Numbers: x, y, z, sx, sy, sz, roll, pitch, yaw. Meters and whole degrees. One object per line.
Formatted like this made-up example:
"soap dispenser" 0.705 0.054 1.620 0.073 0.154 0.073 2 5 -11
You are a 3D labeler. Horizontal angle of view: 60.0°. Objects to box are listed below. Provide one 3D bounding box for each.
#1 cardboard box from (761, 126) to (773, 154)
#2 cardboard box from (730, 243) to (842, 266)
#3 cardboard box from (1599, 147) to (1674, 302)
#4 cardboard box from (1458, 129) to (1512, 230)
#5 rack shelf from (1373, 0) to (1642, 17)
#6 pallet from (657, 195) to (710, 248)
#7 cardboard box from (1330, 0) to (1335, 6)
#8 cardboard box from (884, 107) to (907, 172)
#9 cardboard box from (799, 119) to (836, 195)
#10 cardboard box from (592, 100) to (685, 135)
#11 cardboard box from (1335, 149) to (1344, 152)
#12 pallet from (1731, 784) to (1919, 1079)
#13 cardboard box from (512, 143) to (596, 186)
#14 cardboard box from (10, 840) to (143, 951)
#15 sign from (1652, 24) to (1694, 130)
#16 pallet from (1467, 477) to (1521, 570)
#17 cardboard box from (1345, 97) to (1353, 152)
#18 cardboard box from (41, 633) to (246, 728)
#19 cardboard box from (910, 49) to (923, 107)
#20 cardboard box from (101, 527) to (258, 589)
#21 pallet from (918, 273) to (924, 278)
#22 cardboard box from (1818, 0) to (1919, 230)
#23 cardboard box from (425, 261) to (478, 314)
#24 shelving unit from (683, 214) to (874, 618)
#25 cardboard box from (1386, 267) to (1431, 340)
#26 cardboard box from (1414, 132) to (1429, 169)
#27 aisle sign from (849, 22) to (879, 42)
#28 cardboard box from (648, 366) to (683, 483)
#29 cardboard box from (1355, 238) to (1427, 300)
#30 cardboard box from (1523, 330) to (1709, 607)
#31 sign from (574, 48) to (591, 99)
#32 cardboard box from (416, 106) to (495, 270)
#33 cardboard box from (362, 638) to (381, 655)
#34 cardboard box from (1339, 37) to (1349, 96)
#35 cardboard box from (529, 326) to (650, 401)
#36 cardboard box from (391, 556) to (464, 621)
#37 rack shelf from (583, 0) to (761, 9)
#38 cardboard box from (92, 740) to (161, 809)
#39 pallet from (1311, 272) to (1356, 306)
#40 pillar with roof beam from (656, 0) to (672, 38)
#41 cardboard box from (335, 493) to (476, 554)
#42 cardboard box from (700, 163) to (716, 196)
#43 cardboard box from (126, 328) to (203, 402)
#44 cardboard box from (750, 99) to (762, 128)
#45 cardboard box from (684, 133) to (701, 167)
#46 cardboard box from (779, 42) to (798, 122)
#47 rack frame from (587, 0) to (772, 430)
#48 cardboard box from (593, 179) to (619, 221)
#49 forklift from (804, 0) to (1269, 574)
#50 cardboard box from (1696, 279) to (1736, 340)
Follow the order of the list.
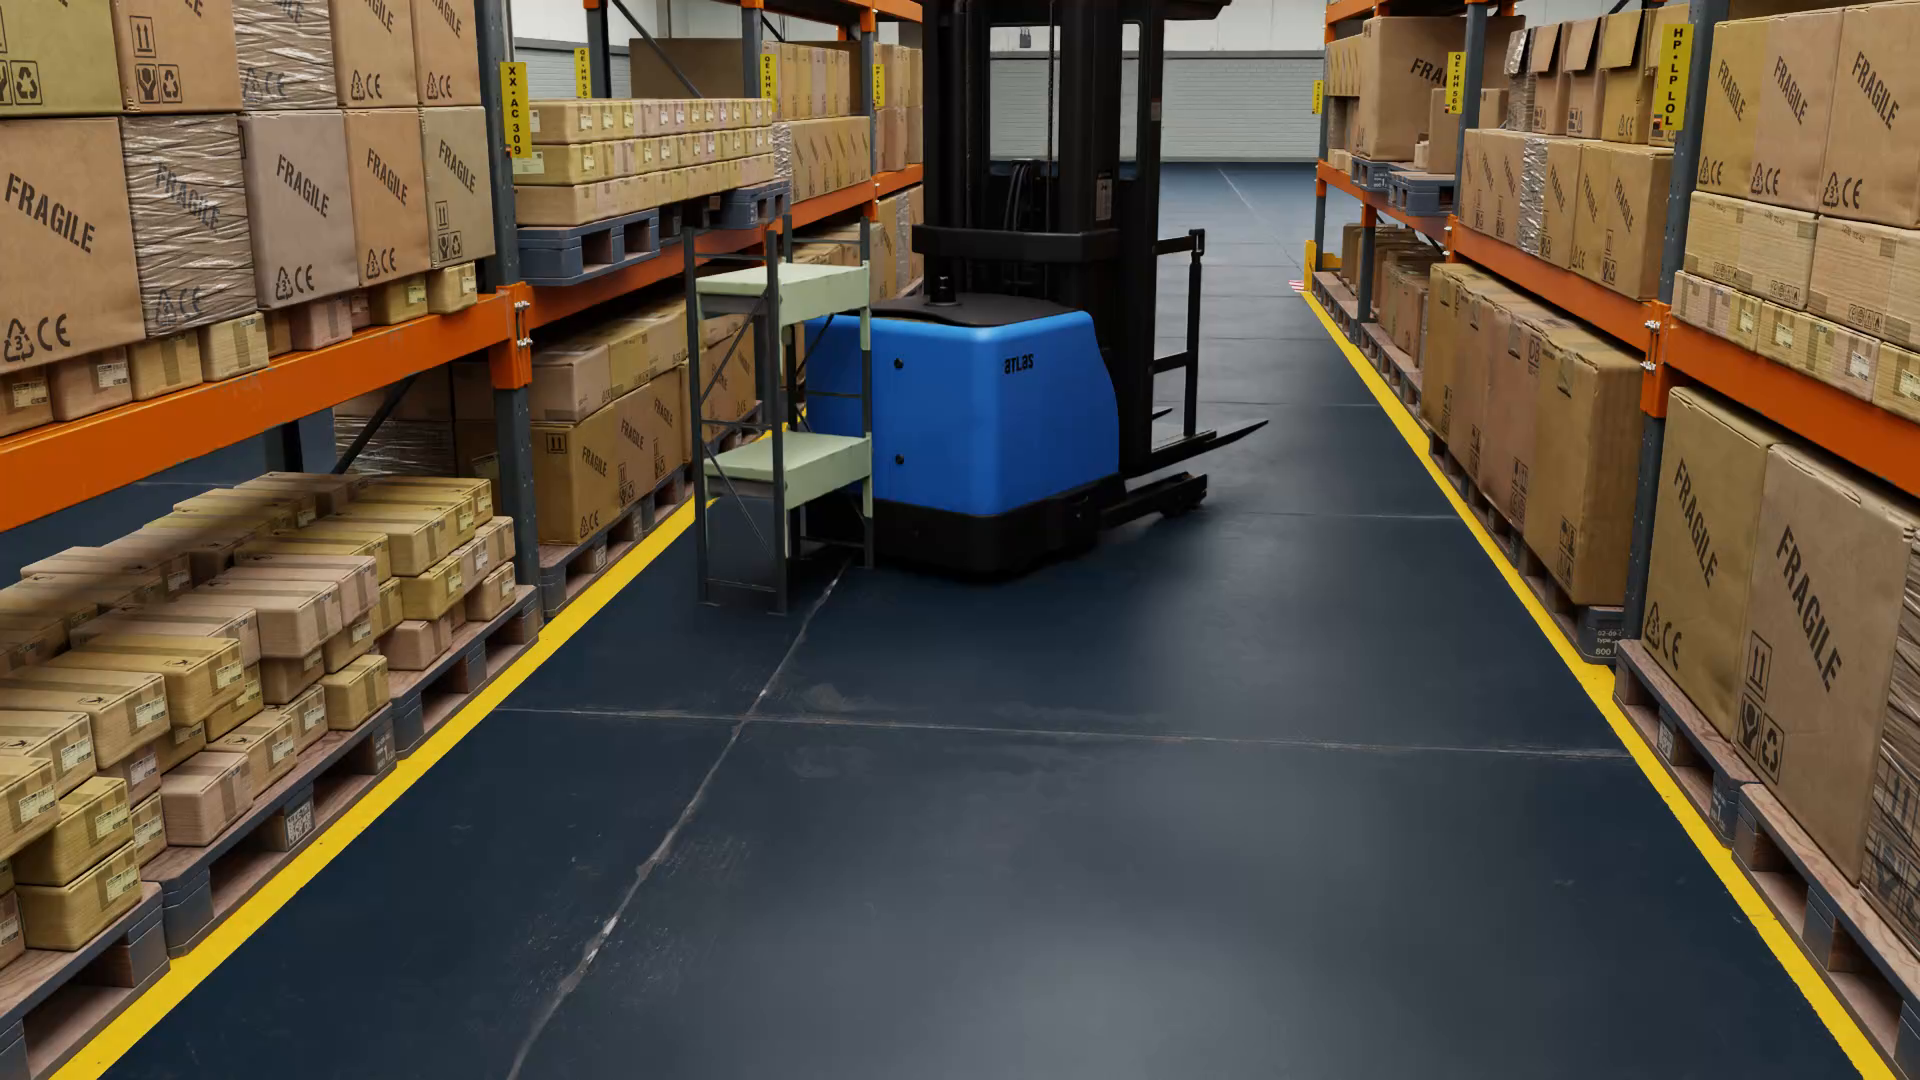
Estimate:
"cardboard box" -1.258 -2.230 9.269 0.380 0.149 0.250 2 15 7
"cardboard box" -1.401 -1.645 11.506 1.050 0.750 0.750 2 15 7
"cardboard box" 2.593 -1.114 5.845 0.500 0.500 0.500 2 15 6
"cardboard box" 2.937 -1.904 8.767 0.500 0.500 0.500 2 15 8
"rack shelf" 3.488 -3.594 10.837 1.077 0.370 4.000 2 15 6
"pallet" -1.837 -1.539 7.976 1.003 0.211 1.213 2 15 6
"cardboard box" 3.854 -5.307 16.084 0.500 0.250 0.500 2 15 8
"cardboard box" -0.956 -3.632 15.061 0.875 0.550 0.550 2 15 6
"cardboard box" -1.165 -2.695 11.691 0.500 0.500 0.500 2 15 6
"cardboard box" -1.459 -1.902 7.485 0.380 0.149 0.250 2 15 8
"cardboard box" 3.798 -3.667 15.957 0.380 0.149 0.250 2 15 6
"pallet" 2.513 0.922 3.850 1.003 0.211 1.213 2 15 6
"cardboard box" -1.604 -1.423 6.284 0.380 0.149 0.250 2 15 7
"cardboard box" -2.073 0.777 3.698 0.380 0.149 0.250 2 15 7
"sign" 2.271 -1.471 5.289 0.100 0.325 0.005 2 15 6
"pallet" 2.959 -0.110 7.666 1.003 0.211 1.213 2 15 6
"cardboard box" 4.039 -3.837 15.346 0.875 0.500 0.500 2 15 6
"cardboard box" -2.031 0.347 4.150 0.380 0.149 0.250 2 15 7
"cardboard box" -0.802 -4.575 16.477 0.875 0.550 0.550 2 15 6
"cardboard box" -2.427 0.066 5.191 0.380 0.149 0.250 1 15 5
"pallet" -0.764 -2.666 17.116 1.003 0.211 1.213 2 15 6
"cardboard box" 2.386 -0.991 3.860 0.500 0.500 0.500 1 15 4
"cardboard box" -1.826 -0.837 5.491 0.380 0.149 0.250 1 15 5
"shelving unit" -0.710 -0.529 6.745 0.431 1.500 0.755 7 17 24
"cardboard box" 3.551 -1.736 12.280 0.700 0.500 0.500 2 15 6
"cardboard box" 3.182 -2.552 10.808 0.396 0.266 0.258 1 15 5
"aisle sign" -1.042 -5.504 17.288 0.394 0.787 0.004 2 15 6
"cardboard box" -1.655 -0.562 7.980 0.500 0.500 0.500 2 15 7
"cardboard box" 3.848 -2.422 14.858 0.500 0.500 0.500 0 15 1
"cardboard box" 2.864 -0.280 6.218 1.225 0.875 0.875 2 15 6
"sign" -2.206 -2.721 9.760 0.100 0.325 0.005 2 15 6
"cardboard box" -1.880 -1.167 5.470 0.500 0.500 0.500 2 15 6
"cardboard box" -2.040 0.376 5.181 0.380 0.149 0.250 1 15 5
"cardboard box" 3.664 -4.200 14.771 0.500 0.500 0.500 2 15 6
"cardboard box" -1.702 -0.789 7.382 0.500 0.250 0.500 2 15 8
"cardboard box" -1.856 0.152 5.439 0.380 0.149 0.250 1 15 4
"rack shelf" -1.880 -2.729 7.638 1.077 0.370 4.000 2 15 6
"cardboard box" -2.144 0.560 3.934 0.380 0.149 0.250 1 15 4
"pallet" 4.030 -2.474 16.406 1.003 0.211 1.213 2 15 6
"pillar with roof beam" -3.925 -14.882 45.460 9.100 9.000 0.400 2 15 6
"cardboard box" -1.877 -0.055 5.638 0.380 0.149 0.250 2 15 7
"cardboard box" -1.403 -1.754 8.079 0.380 0.149 0.250 2 15 8
"cardboard box" -2.069 -0.431 3.990 0.380 0.149 0.250 2 15 8
"cardboard box" -1.285 -2.309 8.993 0.380 0.149 0.250 2 15 6
"cardboard box" -1.430 -1.828 7.784 0.380 0.149 0.250 1 15 5
"cardboard box" -1.482 -3.058 11.117 0.700 0.500 0.500 1 15 5
"rack frame" -1.654 -2.147 9.854 1.000 3.000 0.127 2 15 6
"cardboard box" -1.579 -1.351 6.589 0.380 0.149 0.250 2 15 7
"forklift" 0.575 -1.601 7.967 1.130 2.935 3.031 11 18 34
"cardboard box" 2.418 -0.680 4.913 0.380 0.149 0.250 1 15 4
